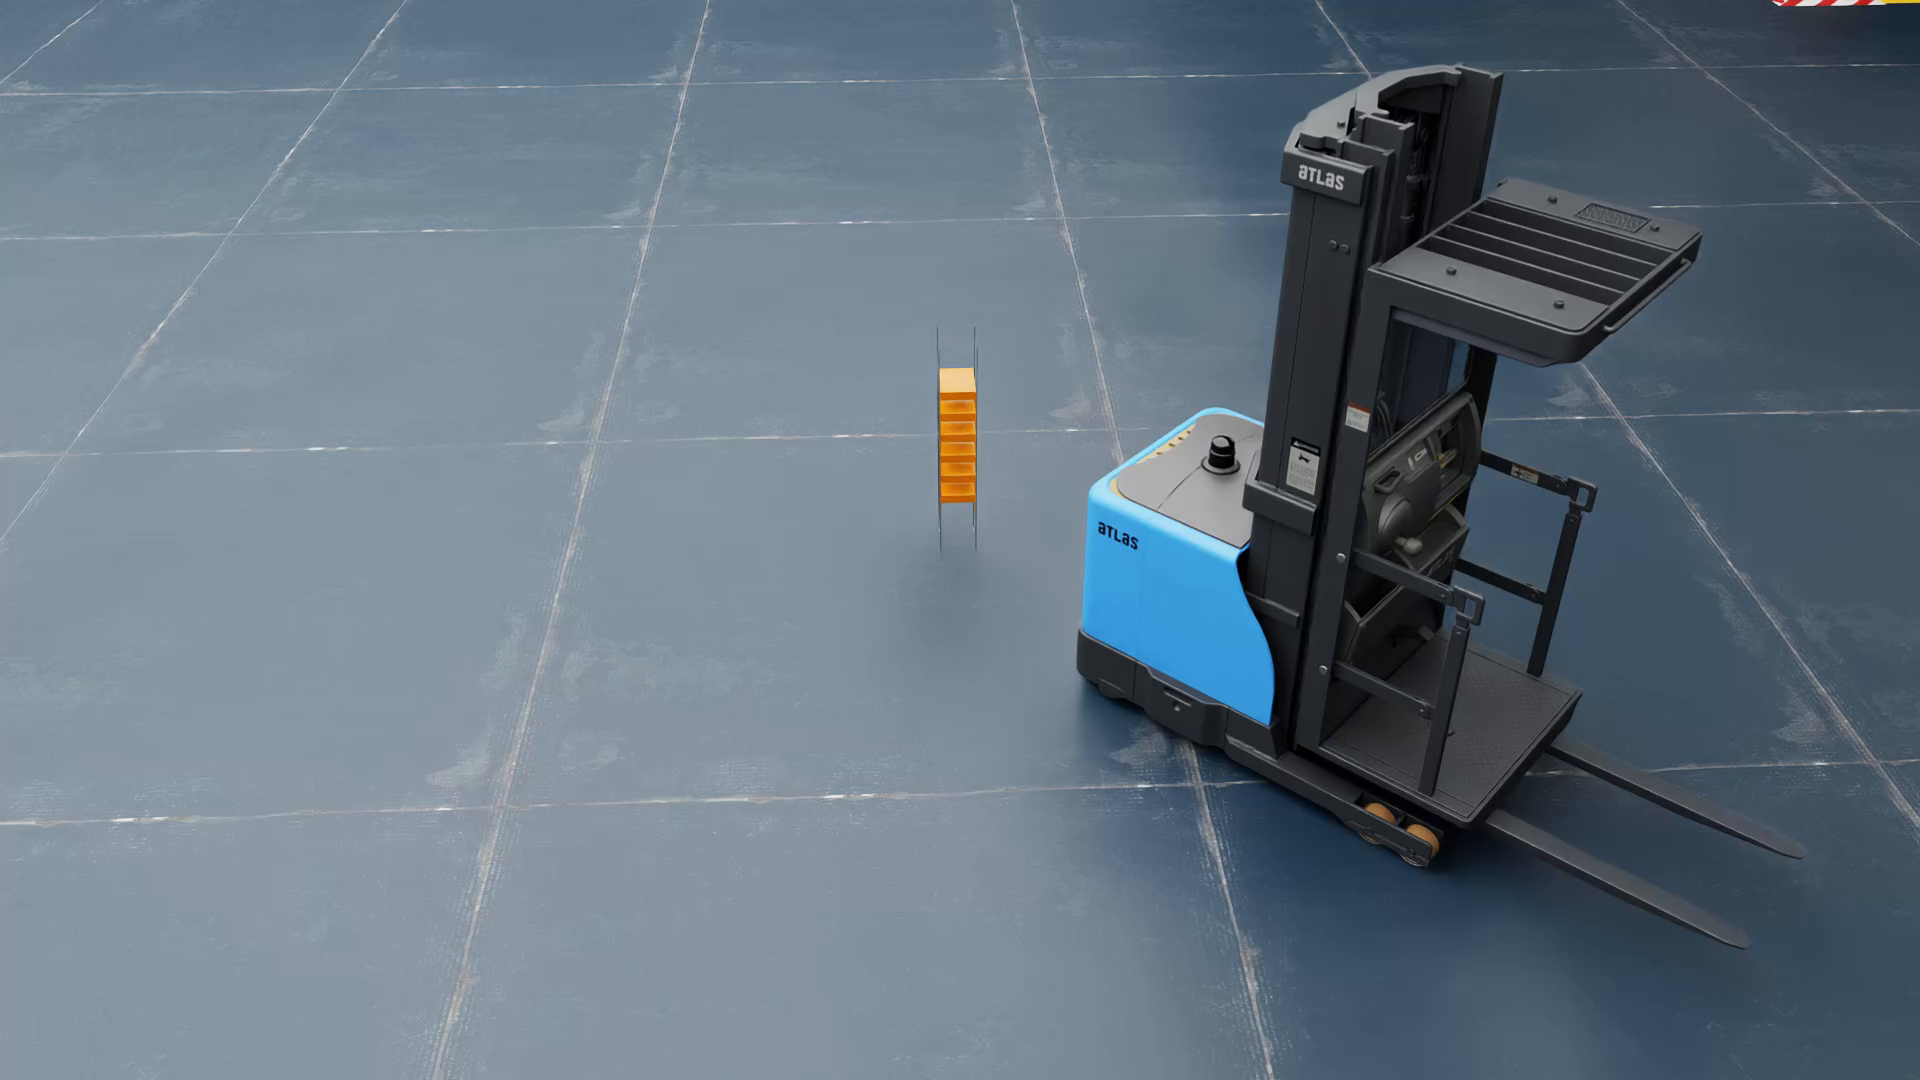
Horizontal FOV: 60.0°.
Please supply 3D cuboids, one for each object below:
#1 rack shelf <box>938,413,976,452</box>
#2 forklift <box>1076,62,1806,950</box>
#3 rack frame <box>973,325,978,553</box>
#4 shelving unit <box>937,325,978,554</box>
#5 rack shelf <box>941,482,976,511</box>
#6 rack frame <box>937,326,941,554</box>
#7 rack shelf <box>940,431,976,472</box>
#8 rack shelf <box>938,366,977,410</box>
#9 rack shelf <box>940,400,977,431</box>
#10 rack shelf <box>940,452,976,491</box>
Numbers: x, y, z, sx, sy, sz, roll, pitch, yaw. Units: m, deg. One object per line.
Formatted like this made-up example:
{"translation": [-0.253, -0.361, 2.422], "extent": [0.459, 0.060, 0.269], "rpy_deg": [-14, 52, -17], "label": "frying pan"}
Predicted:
{"translation": [-0.014, -0.555, 8.365], "extent": [0.180, 0.103, 0.258], "rpy_deg": [-2, 35, -2], "label": "rack shelf"}
{"translation": [1.988, -0.211, 6.479], "extent": [3.031, 2.935, 1.130], "rpy_deg": [26, 42, 32], "label": "forklift"}
{"translation": [0.077, -0.495, 8.412], "extent": [0.006, 1.200, 0.240], "rpy_deg": [-2, 35, -2], "label": "rack frame"}
{"translation": [-0.014, -0.493, 8.408], "extent": [0.189, 1.200, 0.258], "rpy_deg": [-2, 35, -2], "label": "shelving unit"}
{"translation": [-0.014, -0.259, 8.570], "extent": [0.180, 0.103, 0.258], "rpy_deg": [-2, 35, -2], "label": "rack shelf"}
{"translation": [-0.106, -0.491, 8.404], "extent": [0.006, 1.200, 0.240], "rpy_deg": [-2, 35, -2], "label": "rack frame"}
{"translation": [-0.014, -0.456, 8.433], "extent": [0.180, 0.103, 0.258], "rpy_deg": [-2, 35, -2], "label": "rack shelf"}
{"translation": [-0.014, -0.752, 8.228], "extent": [0.180, 0.103, 0.258], "rpy_deg": [-2, 35, -2], "label": "rack shelf"}
{"translation": [-0.014, -0.654, 8.297], "extent": [0.180, 0.103, 0.258], "rpy_deg": [-2, 35, -2], "label": "rack shelf"}
{"translation": [-0.014, -0.358, 8.502], "extent": [0.180, 0.103, 0.258], "rpy_deg": [-2, 35, -2], "label": "rack shelf"}
